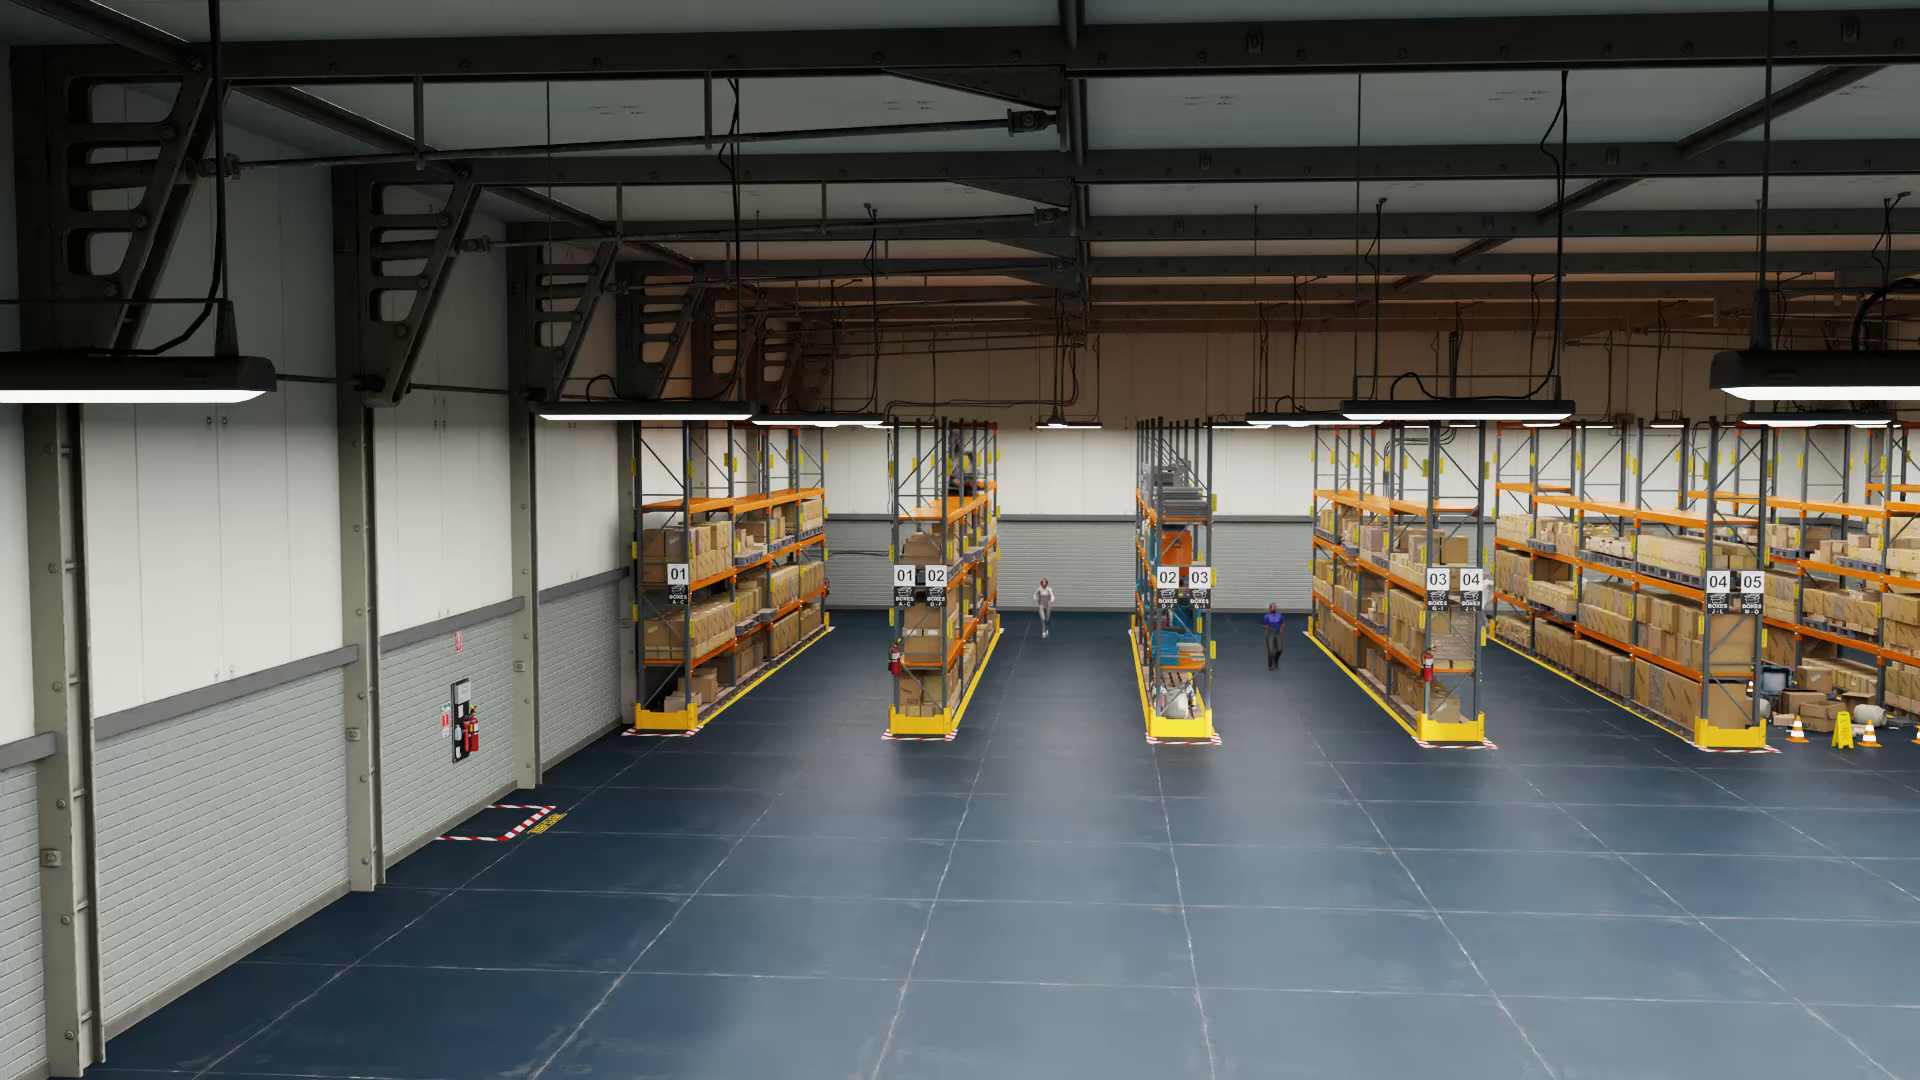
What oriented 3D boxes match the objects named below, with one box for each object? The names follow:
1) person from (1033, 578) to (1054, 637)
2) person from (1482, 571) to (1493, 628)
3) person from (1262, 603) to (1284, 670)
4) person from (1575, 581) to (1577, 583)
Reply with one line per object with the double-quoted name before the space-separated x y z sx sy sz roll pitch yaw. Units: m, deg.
"person" 2.222 1.801 44.217 0.559 1.541 0.601 0 4 -1
"person" 14.783 1.760 47.150 1.003 1.779 0.764 -1 4 -21
"person" 7.499 2.316 39.649 0.563 1.618 0.572 0 4 -4
"person" 16.934 1.864 45.590 0.625 1.795 0.781 -1 4 -9
